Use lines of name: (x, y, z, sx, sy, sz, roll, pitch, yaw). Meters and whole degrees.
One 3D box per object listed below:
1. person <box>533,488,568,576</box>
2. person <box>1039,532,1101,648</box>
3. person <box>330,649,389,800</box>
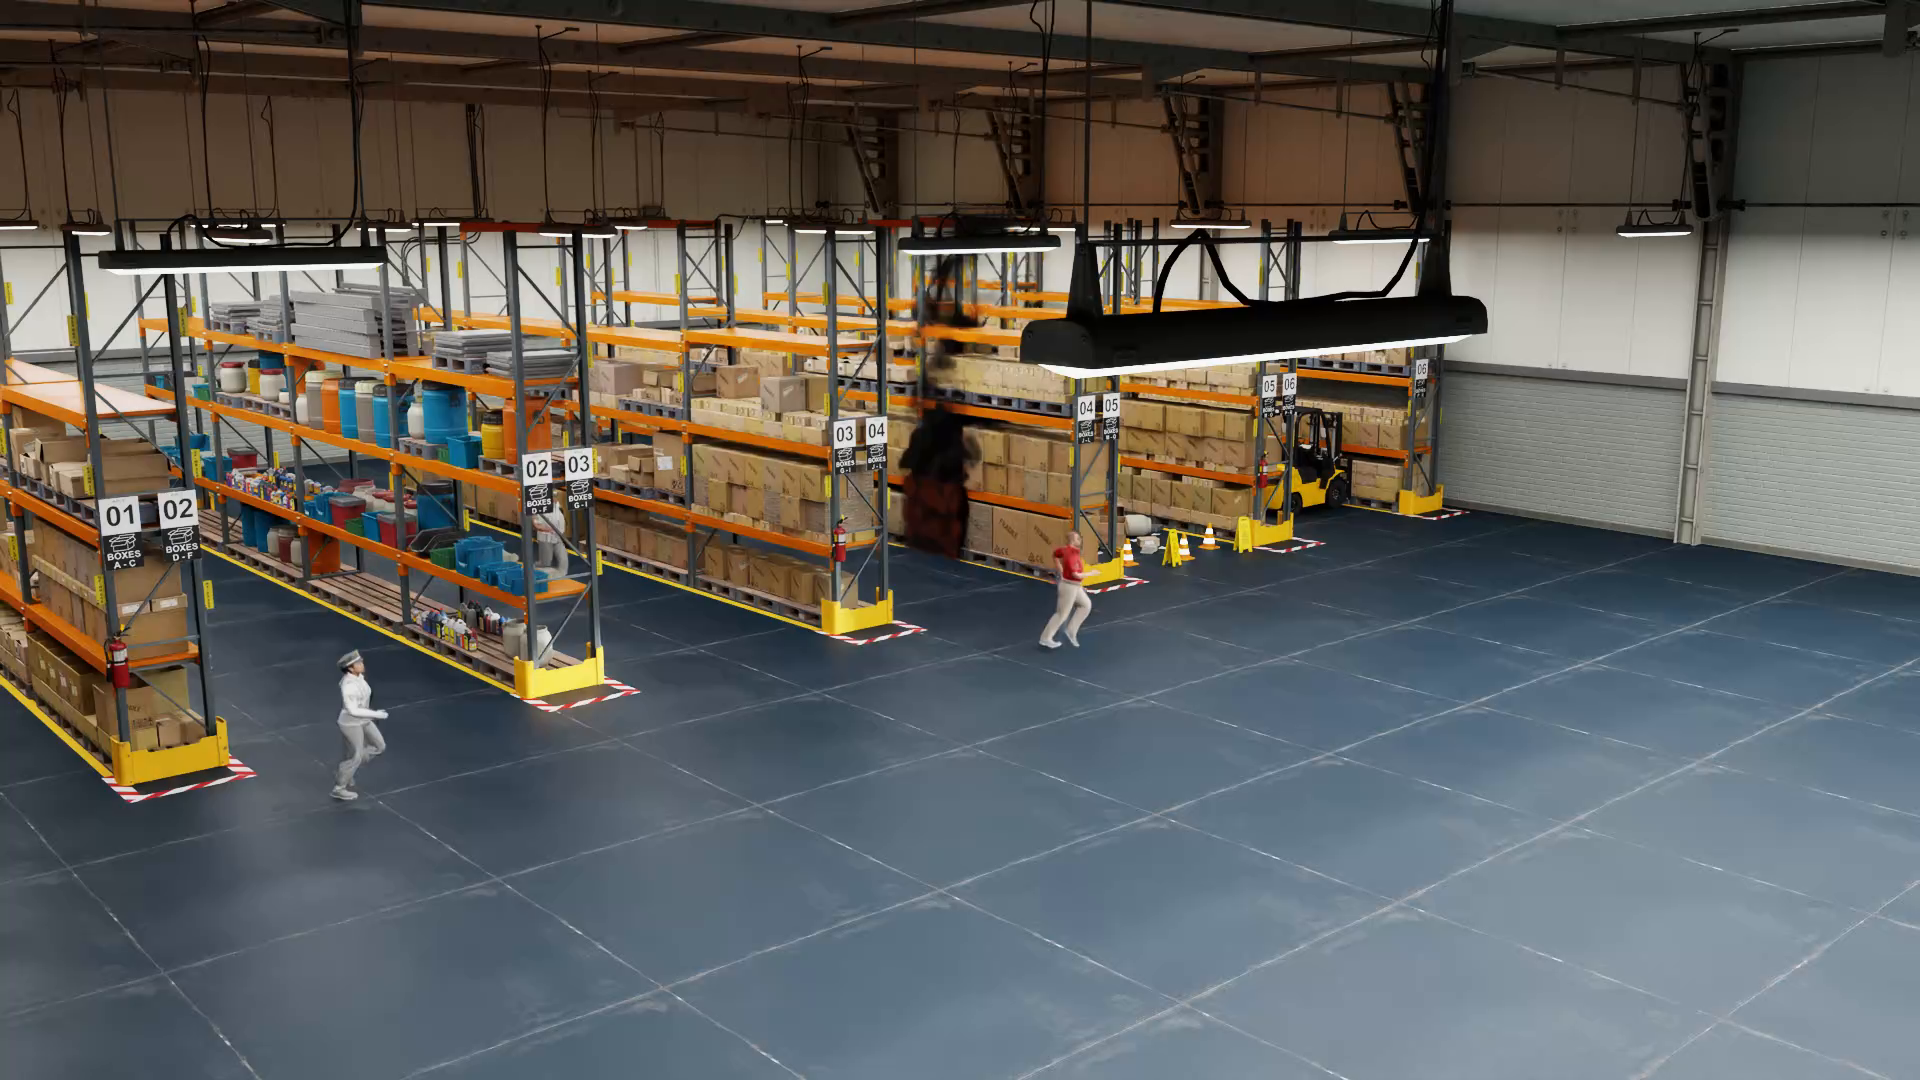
person: (-6.794, -0.011, 27.469, 0.943, 1.768, 0.647, 8, 14, 33)
person: (1.581, 0.727, 23.957, 0.881, 1.742, 0.681, 0, 11, 2)
person: (-6.489, 1.970, 17.946, 0.673, 1.656, 0.640, -1, 11, -6)
